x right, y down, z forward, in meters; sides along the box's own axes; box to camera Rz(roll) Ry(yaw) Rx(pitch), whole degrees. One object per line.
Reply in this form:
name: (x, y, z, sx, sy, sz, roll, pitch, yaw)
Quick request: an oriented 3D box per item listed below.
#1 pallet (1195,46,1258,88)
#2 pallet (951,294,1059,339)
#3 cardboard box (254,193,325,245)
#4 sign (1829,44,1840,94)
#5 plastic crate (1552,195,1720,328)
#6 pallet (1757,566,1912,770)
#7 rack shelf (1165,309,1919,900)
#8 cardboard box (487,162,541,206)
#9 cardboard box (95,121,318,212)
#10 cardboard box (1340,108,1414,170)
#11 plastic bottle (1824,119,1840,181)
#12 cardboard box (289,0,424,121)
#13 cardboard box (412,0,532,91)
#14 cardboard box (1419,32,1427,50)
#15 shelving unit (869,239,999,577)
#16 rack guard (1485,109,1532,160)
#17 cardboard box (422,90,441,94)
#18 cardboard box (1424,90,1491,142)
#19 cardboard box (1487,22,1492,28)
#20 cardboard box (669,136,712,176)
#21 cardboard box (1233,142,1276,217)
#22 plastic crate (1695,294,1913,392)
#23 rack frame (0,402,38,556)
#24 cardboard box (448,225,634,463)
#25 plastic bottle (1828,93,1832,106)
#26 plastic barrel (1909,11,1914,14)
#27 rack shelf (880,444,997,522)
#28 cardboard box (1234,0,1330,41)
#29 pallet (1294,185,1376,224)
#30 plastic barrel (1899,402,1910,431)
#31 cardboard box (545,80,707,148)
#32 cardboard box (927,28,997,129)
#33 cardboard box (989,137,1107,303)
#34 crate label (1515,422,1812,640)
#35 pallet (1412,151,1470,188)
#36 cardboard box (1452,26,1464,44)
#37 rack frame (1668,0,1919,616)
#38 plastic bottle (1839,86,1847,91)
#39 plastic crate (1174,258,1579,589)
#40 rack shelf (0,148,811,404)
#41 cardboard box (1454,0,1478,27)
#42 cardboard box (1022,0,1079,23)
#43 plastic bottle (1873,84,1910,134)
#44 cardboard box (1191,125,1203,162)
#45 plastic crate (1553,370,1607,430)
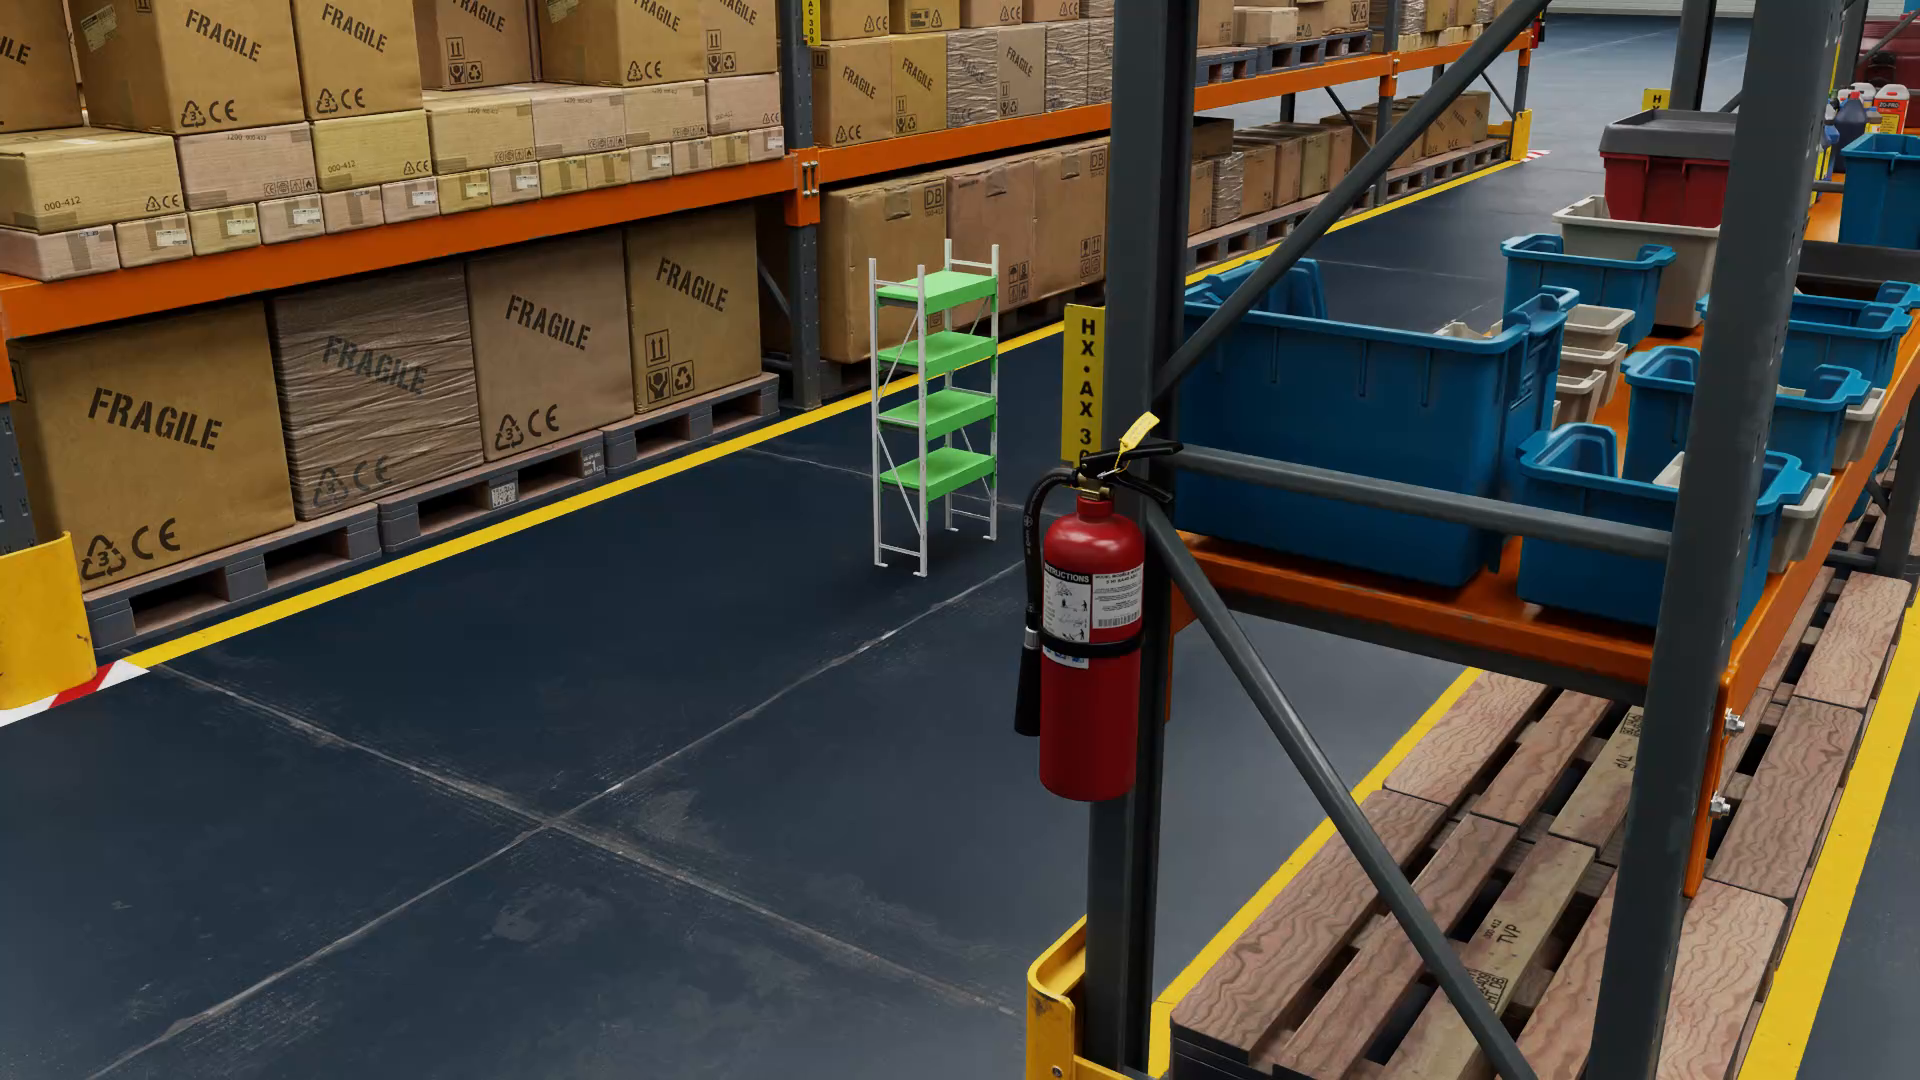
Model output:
pallet: (1.397, -3.456, 12.062, 1.213, 0.211, 1.003, 13, 24, 32)
pallet: (-0.107, -1.453, 10.389, 1.003, 0.211, 1.213, 13, 24, 32)
cardboard box: (-2.508, -1.168, 5.961, 0.380, 0.149, 0.250, 13, 24, 31)
sign: (4.722, -2.537, 9.065, 0.100, 0.325, 0.005, 13, 24, 32)
plastic crate: (1.922, -0.778, 4.629, 0.437, 0.282, 0.530, 13, 24, 32)
pallet: (2.551, 0.319, 5.599, 1.003, 0.211, 1.213, 13, 24, 32)
rack shelf: (1.808, -0.296, 4.279, 1.077, 0.370, 4.000, 13, 24, 32)
cardboard box: (-1.930, -1.463, 6.758, 0.380, 0.149, 0.250, 14, 24, 33)
cardboard box: (-2.632, -1.330, 5.826, 0.500, 0.250, 0.500, 13, 24, 31)
cardboard box: (3.907, -3.766, 15.621, 0.500, 0.500, 0.500, -15, 25, -35)
plastic bottle: (3.695, -1.659, 7.112, 0.097, 0.271, 0.097, 0, 20, 0)
cardboard box: (-2.352, -1.825, 6.082, 0.500, 0.500, 0.500, 13, 24, 30)
cardboard box: (-2.216, -2.217, 7.141, 0.500, 0.500, 0.500, 12, 24, 30)
cardboard box: (3.972, -4.500, 14.970, 0.380, 0.149, 0.250, 13, 24, 32)
shelving unit: (-0.093, -0.515, 6.428, 0.258, 1.200, 0.503, 13, 24, 32)
rack guard: (5.539, -4.422, 18.000, 1.175, 0.500, 0.348, 13, 24, 32)
cardboard box: (-2.498, -1.728, 6.899, 0.500, 0.250, 0.500, 13, 24, 32)
cardboard box: (5.217, -4.465, 17.511, 0.500, 0.500, 0.500, 19, 28, 42)
cardboard box: (5.200, -5.155, 16.739, 0.380, 0.149, 0.250, 13, 24, 32)
cardboard box: (-1.353, -1.757, 7.553, 0.380, 0.149, 0.250, 13, 24, 31)
cardboard box: (2.059, -2.877, 13.188, 0.700, 0.500, 0.500, 16, 25, 36)
plastic crate: (1.835, -0.394, 3.661, 0.416, 0.233, 0.300, 13, 24, 32)
rack frame: (-3.412, -1.026, 5.215, 1.000, 3.000, 0.127, 13, 24, 32)
cardboard box: (-2.107, -0.942, 7.445, 0.875, 0.875, 0.875, 13, 24, 32)
plastic bottle: (4.168, -2.011, 8.046, 0.061, 0.283, 0.133, 13, 24, 32)
plastic barrel: (6.298, -3.124, 10.692, 0.433, 0.535, 0.433, 0, 20, 0)
rack shelf: (-0.093, -0.230, 6.534, 0.258, 0.148, 0.480, 13, 24, 32)
cardboard box: (2.435, -4.199, 13.038, 0.797, 0.503, 0.637, 16, 26, 37)
pallet: (2.897, -2.937, 14.402, 1.003, 0.211, 1.213, 13, 24, 32)
plastic barrel: (4.042, -0.738, 7.418, 0.421, 0.512, 0.421, 0, 20, 0)
cardboard box: (-1.484, -1.916, 7.408, 0.500, 0.250, 0.500, 14, 25, 33)
cardboard box: (-0.135, -2.592, 9.303, 0.500, 0.500, 0.500, 13, 24, 31)
cardboard box: (0.172, -2.073, 10.504, 1.225, 0.875, 0.875, 13, 24, 32)
crate label: (1.095, -0.016, 2.640, 0.416, 0.233, 0.303, 13, 24, 32)
pallet: (4.367, -3.712, 16.496, 1.003, 0.211, 1.213, 13, 24, 32)
cardboard box: (4.535, -4.787, 15.745, 0.380, 0.149, 0.250, 13, 24, 32)
rack frame: (2.932, -1.208, 5.706, 1.000, 3.000, 0.127, 13, 24, 32)
plastic bottle: (4.448, -2.154, 8.433, 0.061, 0.283, 0.133, 13, 24, 32)
plastic crate: (0.718, -0.237, 2.945, 0.616, 0.435, 0.499, 13, 24, 32)
rack shelf: (-2.288, -1.262, 6.891, 1.077, 0.370, 4.000, 13, 24, 32)
cardboard box: (4.461, -5.207, 15.946, 0.875, 0.500, 0.500, 13, 24, 32)
cardboard box: (0.292, -3.446, 10.166, 0.797, 0.503, 0.637, 14, 24, 33)
plastic bottle: (4.796, -2.206, 8.585, 0.152, 0.276, 0.135, 13, 24, 32)
cardboard box: (1.437, -2.905, 12.183, 0.500, 0.250, 0.500, 14, 25, 34)
plastic crate: (1.167, -0.314, 3.584, 0.396, 0.136, 0.243, 13, 24, 32)
